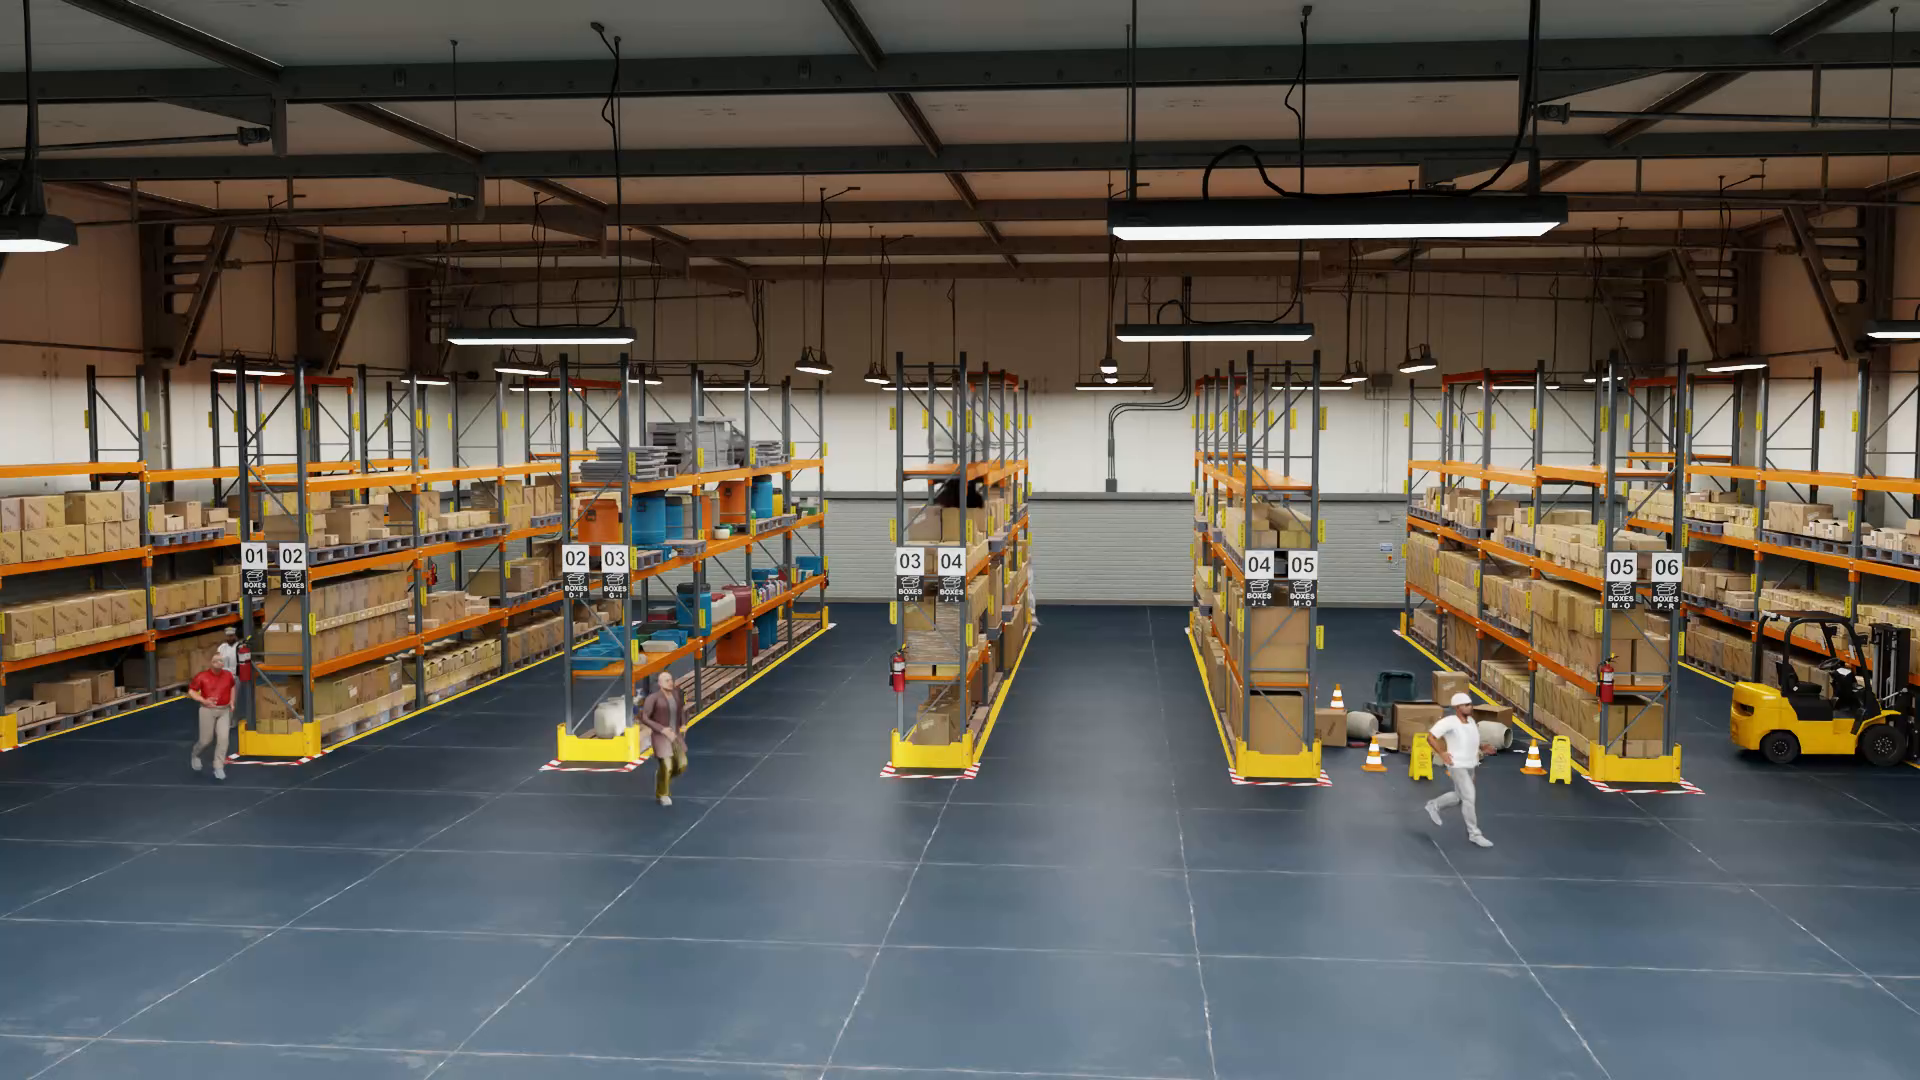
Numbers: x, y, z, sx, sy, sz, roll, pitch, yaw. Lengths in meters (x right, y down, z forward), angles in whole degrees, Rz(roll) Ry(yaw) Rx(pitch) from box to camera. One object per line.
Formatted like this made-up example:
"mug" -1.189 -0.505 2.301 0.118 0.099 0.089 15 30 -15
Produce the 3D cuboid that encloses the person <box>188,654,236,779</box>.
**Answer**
"person" -10.589 2.485 23.627 0.685 1.743 0.806 -4 6 -44

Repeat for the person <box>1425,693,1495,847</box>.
"person" 5.968 2.707 19.876 0.700 1.773 0.968 -4 5 -41

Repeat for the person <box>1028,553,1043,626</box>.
"person" 1.618 1.202 40.894 0.923 1.791 0.687 1 4 14

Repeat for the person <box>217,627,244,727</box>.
"person" -11.943 2.241 27.272 0.574 1.649 0.561 -1 4 -9

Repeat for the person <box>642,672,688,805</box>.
"person" -3.832 2.591 21.766 0.651 1.736 0.748 4 5 41
